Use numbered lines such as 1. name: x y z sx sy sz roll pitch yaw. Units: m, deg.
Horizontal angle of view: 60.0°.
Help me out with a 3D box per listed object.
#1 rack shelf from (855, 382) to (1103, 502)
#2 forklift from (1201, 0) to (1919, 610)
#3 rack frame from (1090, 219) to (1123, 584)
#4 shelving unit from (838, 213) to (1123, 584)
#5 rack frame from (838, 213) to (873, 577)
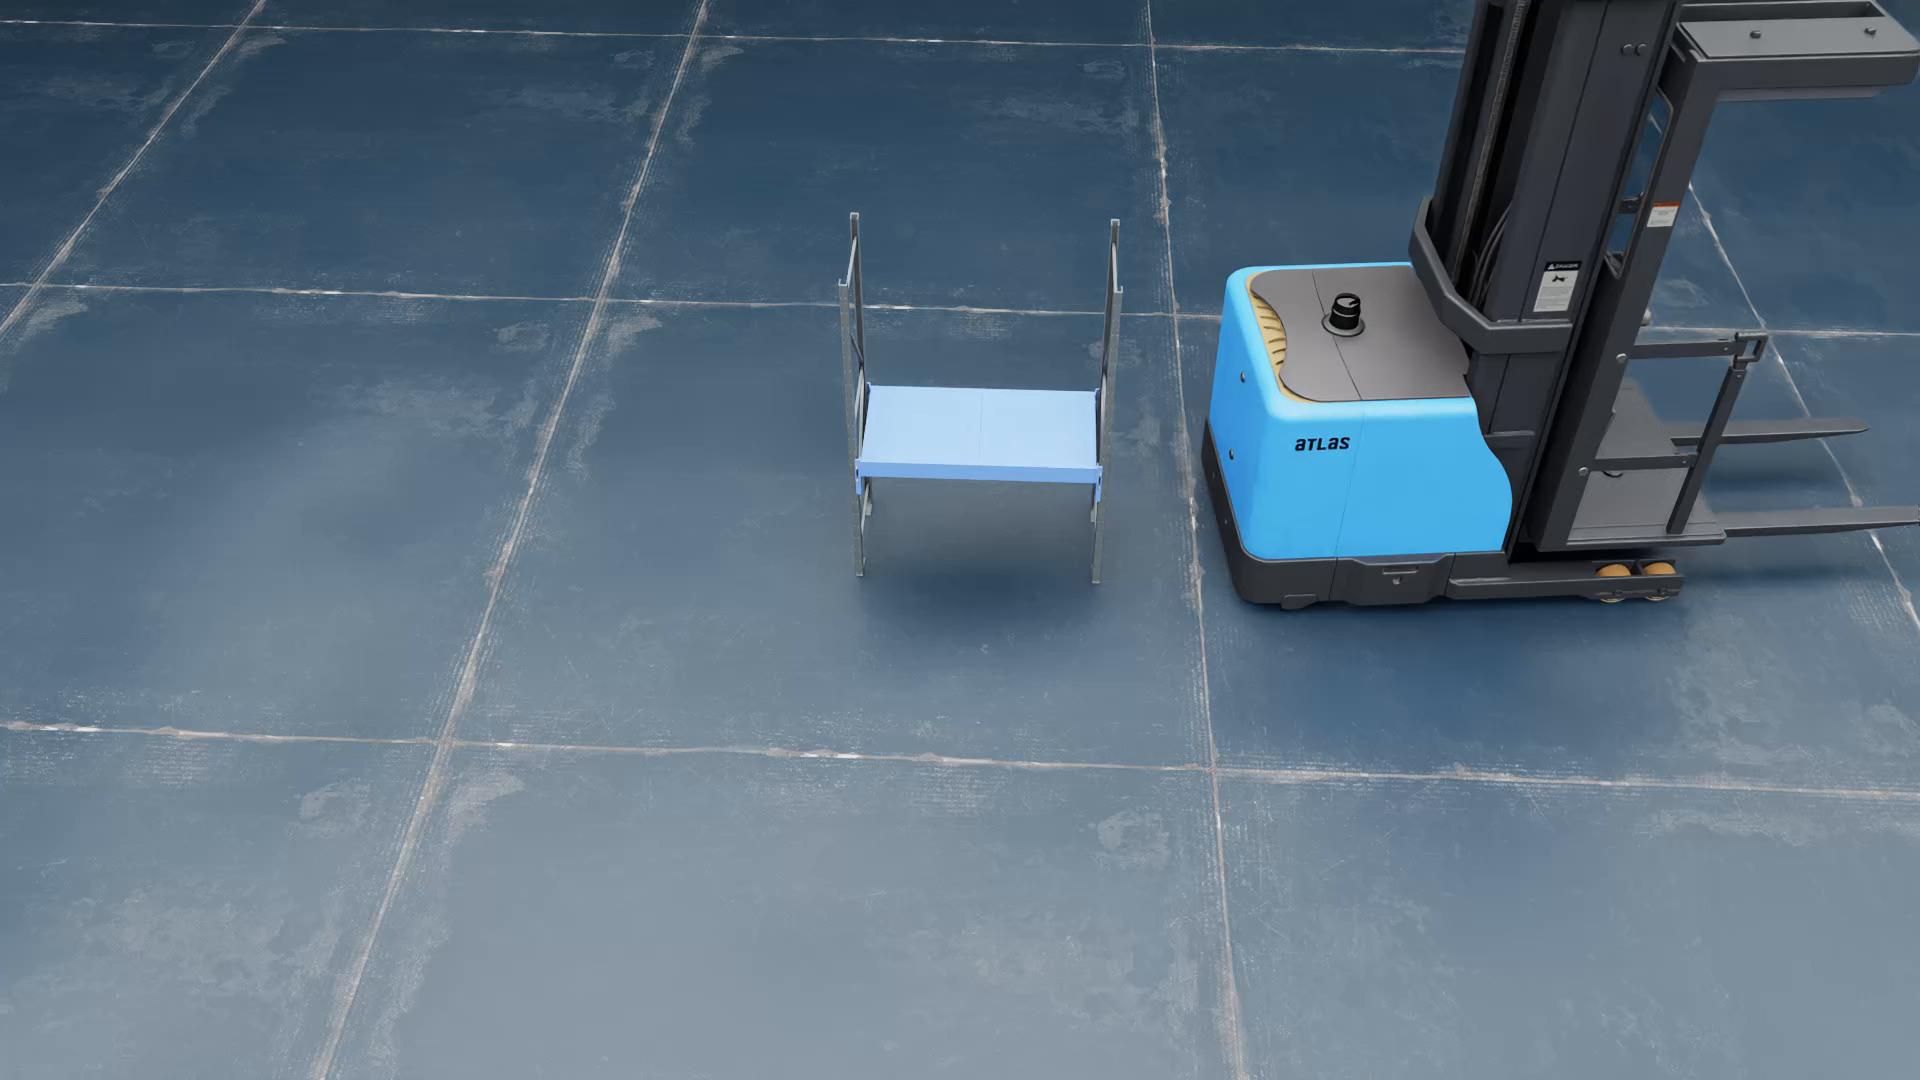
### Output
1. rack shelf: 0.085 -0.415 6.944 1.000 0.185 0.538 2 43 2
2. forklift: 2.643 -1.168 6.439 3.031 2.935 1.130 -2 43 -3
3. rack frame: 0.593 -0.531 6.805 0.032 1.500 0.500 2 43 2
4. shelving unit: 0.085 -0.546 6.821 1.048 1.500 0.538 2 43 2
5. rack frame: -0.423 -0.562 6.838 0.032 1.500 0.500 2 43 2
